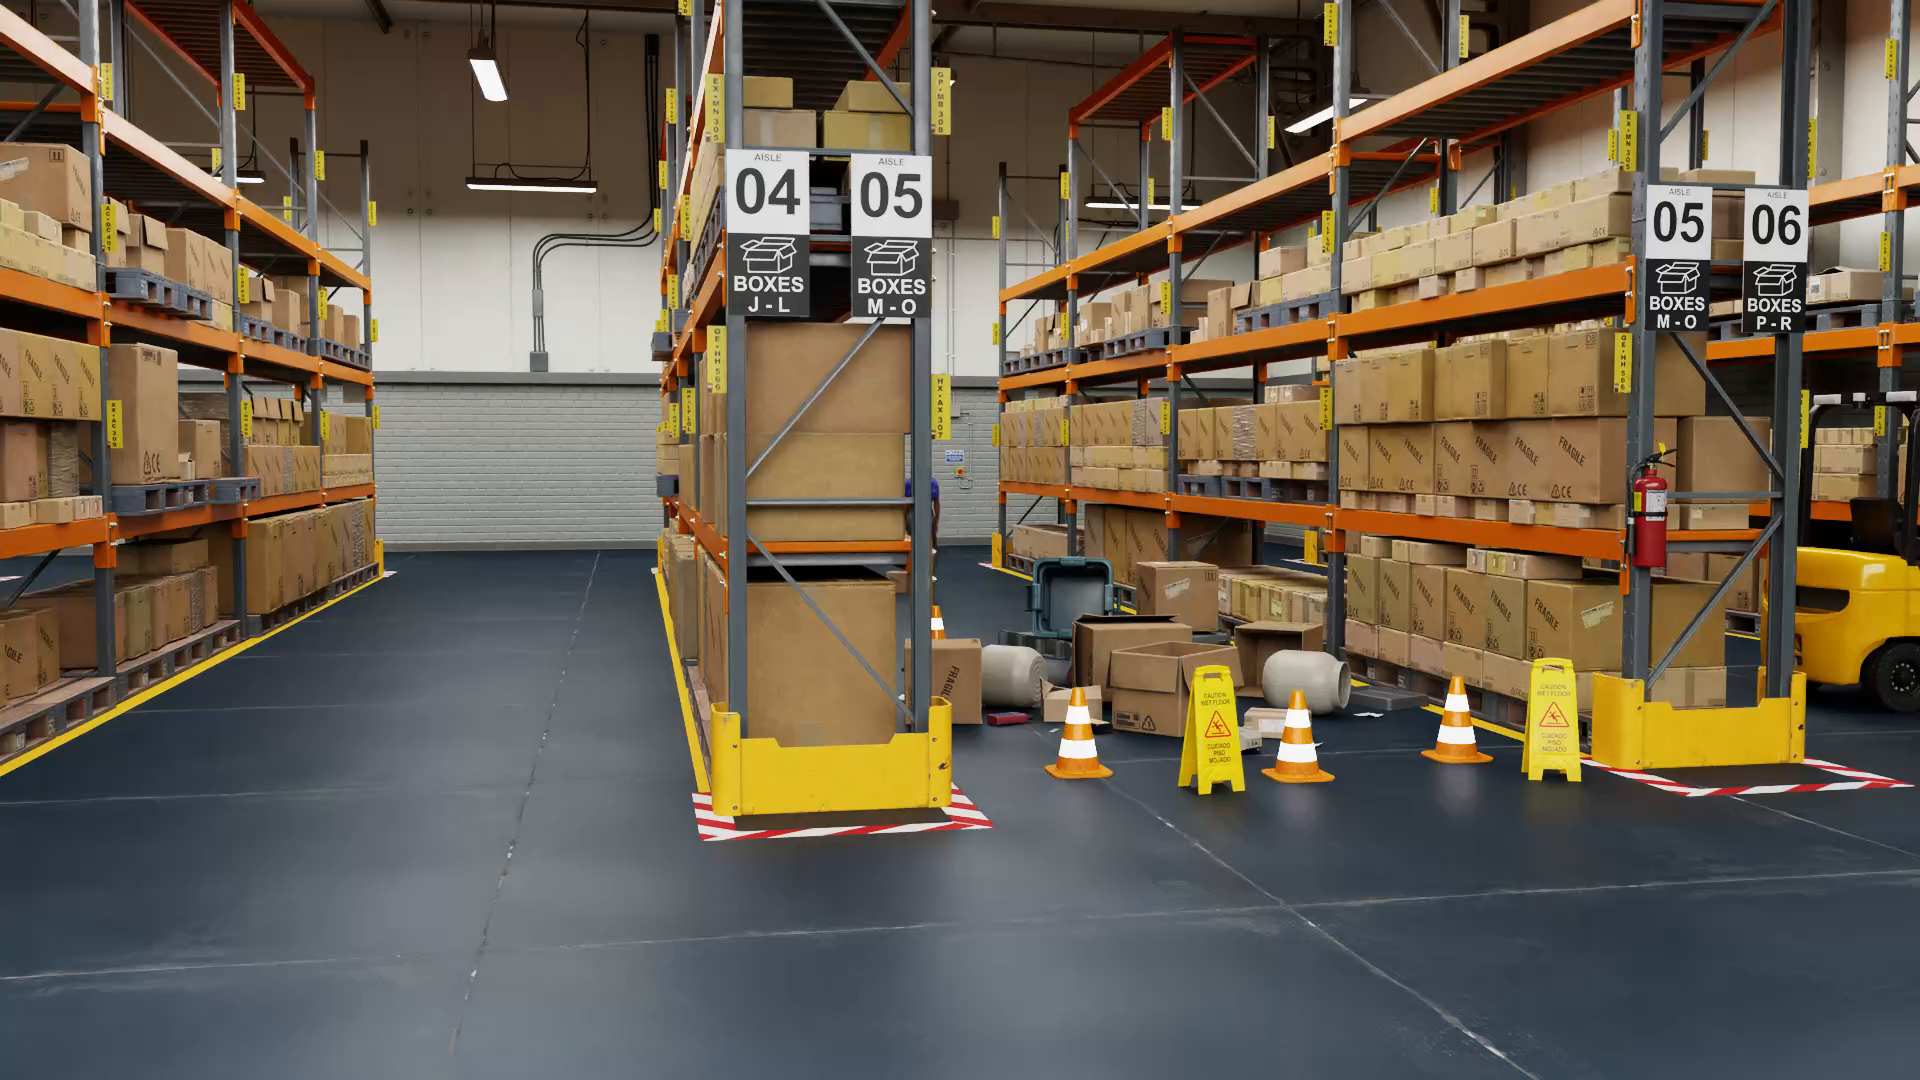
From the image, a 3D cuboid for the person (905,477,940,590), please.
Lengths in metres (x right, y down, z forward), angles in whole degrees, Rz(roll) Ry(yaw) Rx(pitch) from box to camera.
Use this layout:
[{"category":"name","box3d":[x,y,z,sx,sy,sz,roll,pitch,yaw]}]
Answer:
[{"category":"person","box3d":[-0.477,-0.184,20.683,0.453,1.710,0.626,0,3,-2]}]
